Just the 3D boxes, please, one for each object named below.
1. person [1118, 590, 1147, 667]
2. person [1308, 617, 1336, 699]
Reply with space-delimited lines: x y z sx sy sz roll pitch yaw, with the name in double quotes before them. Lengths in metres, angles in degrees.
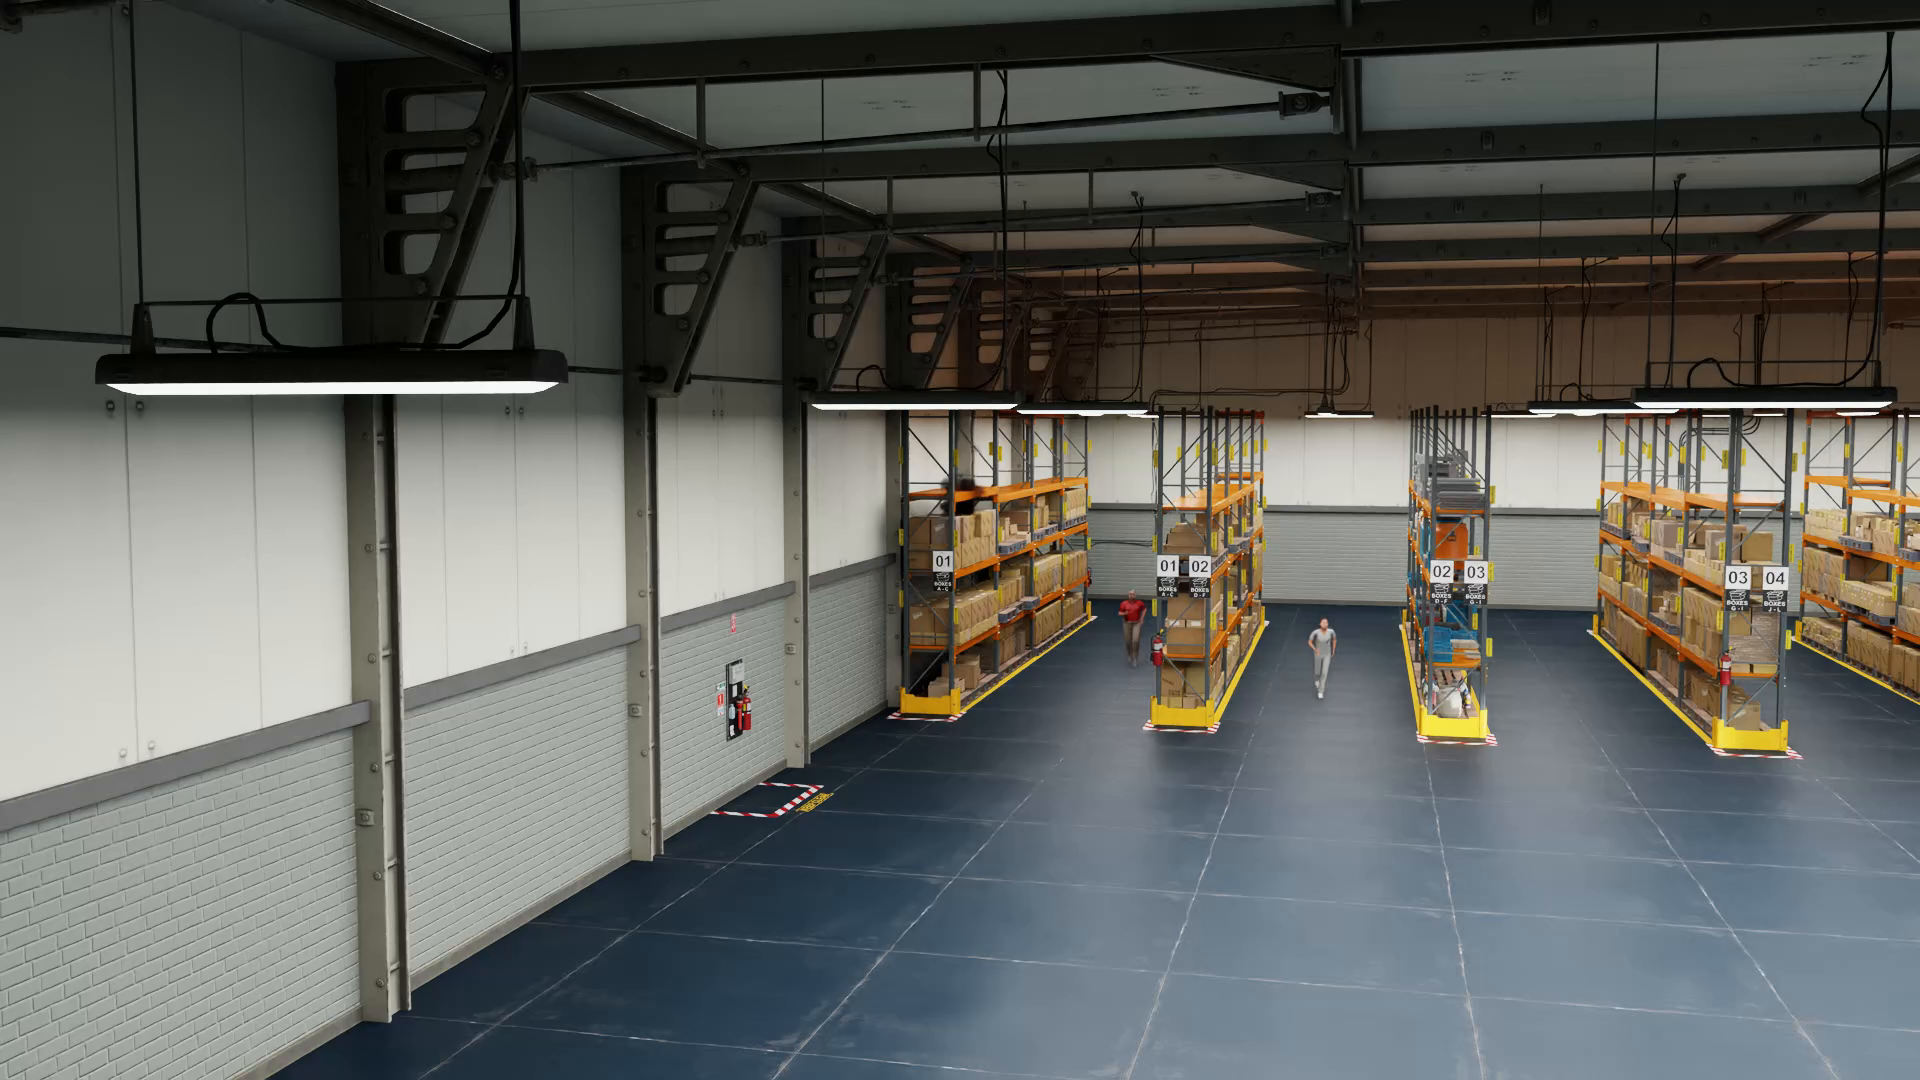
"person" 4.032 2.063 39.006 0.642 1.786 0.763 1 4 11
"person" 7.550 2.424 34.647 0.589 1.658 0.891 0 4 4
